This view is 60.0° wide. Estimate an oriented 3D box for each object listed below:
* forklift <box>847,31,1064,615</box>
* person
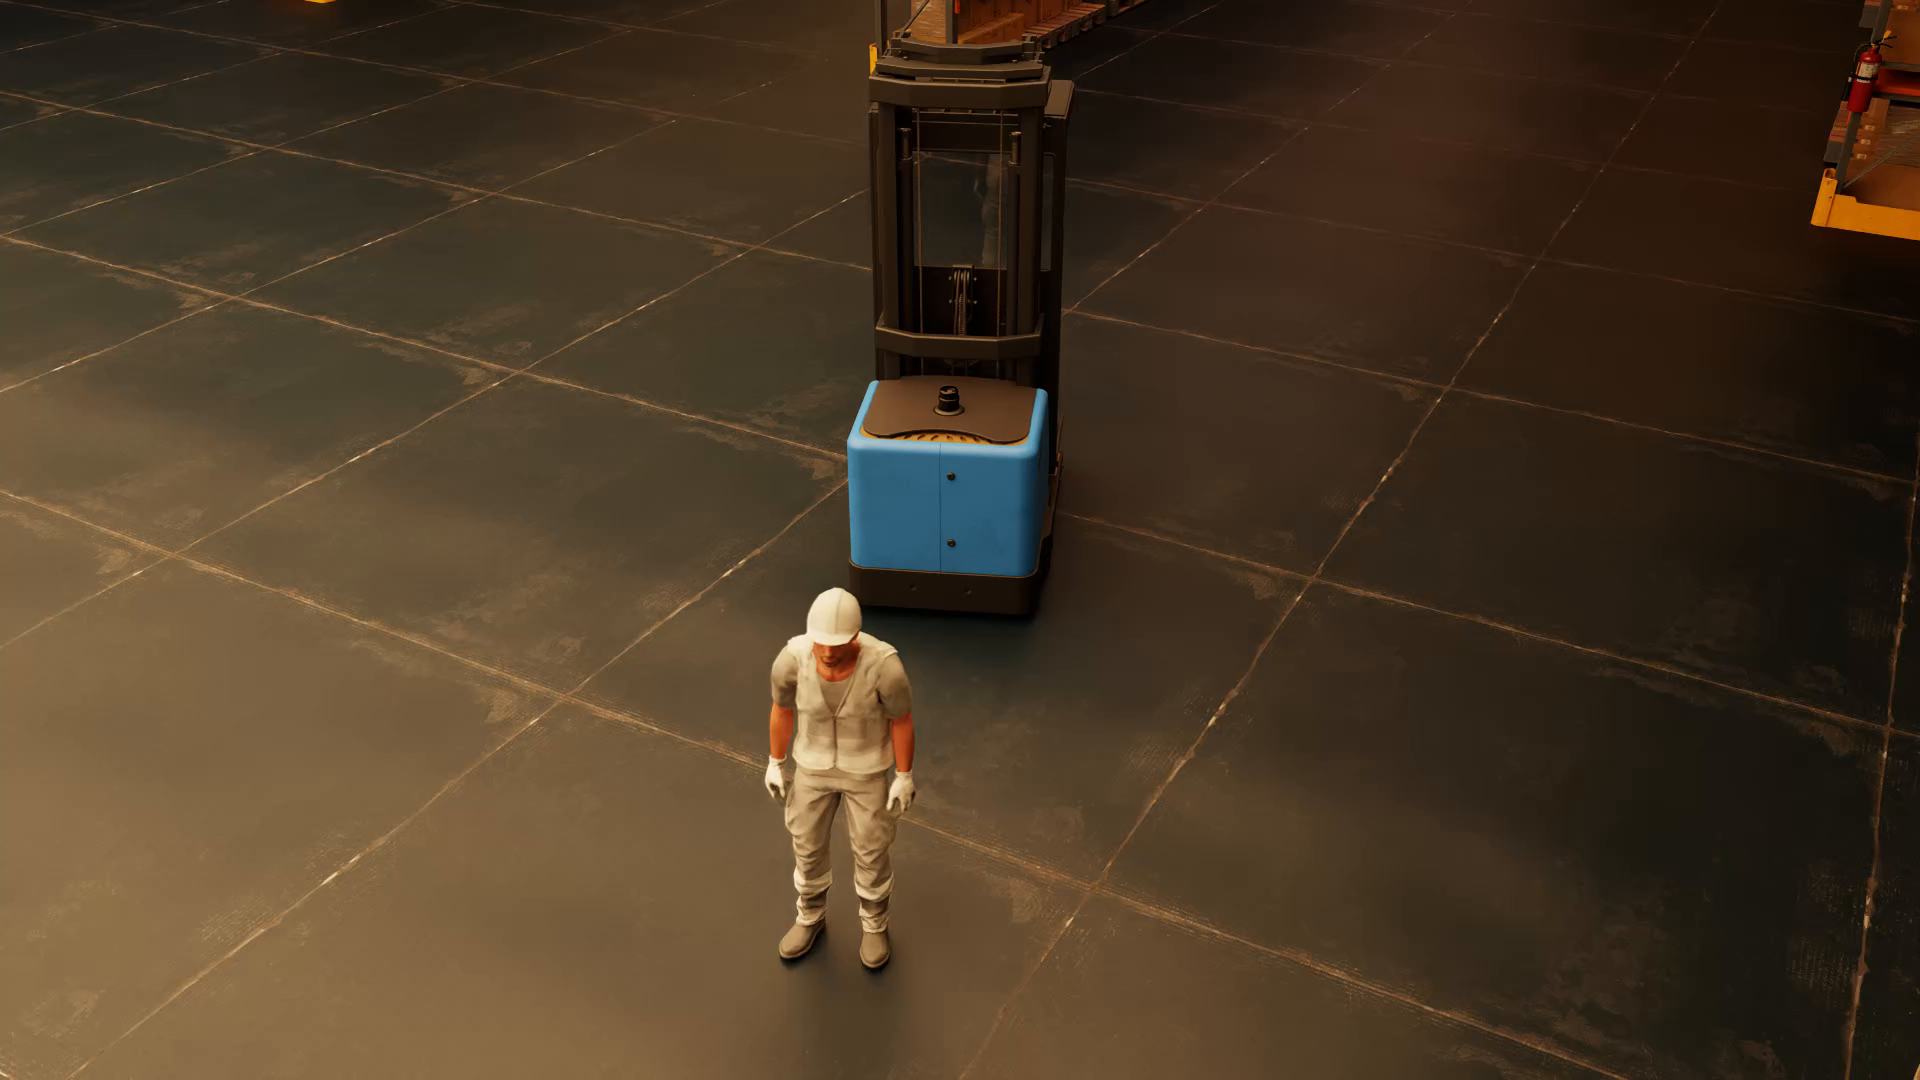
[{"bbox_3d":[0.072,-1.572,9.794,1.130,2.935,3.031,3,30,6],"label":"forklift"},{"bbox_3d":[-0.476,0.908,6.596,0.609,1.721,0.454,5,30,8],"label":"person"}]
